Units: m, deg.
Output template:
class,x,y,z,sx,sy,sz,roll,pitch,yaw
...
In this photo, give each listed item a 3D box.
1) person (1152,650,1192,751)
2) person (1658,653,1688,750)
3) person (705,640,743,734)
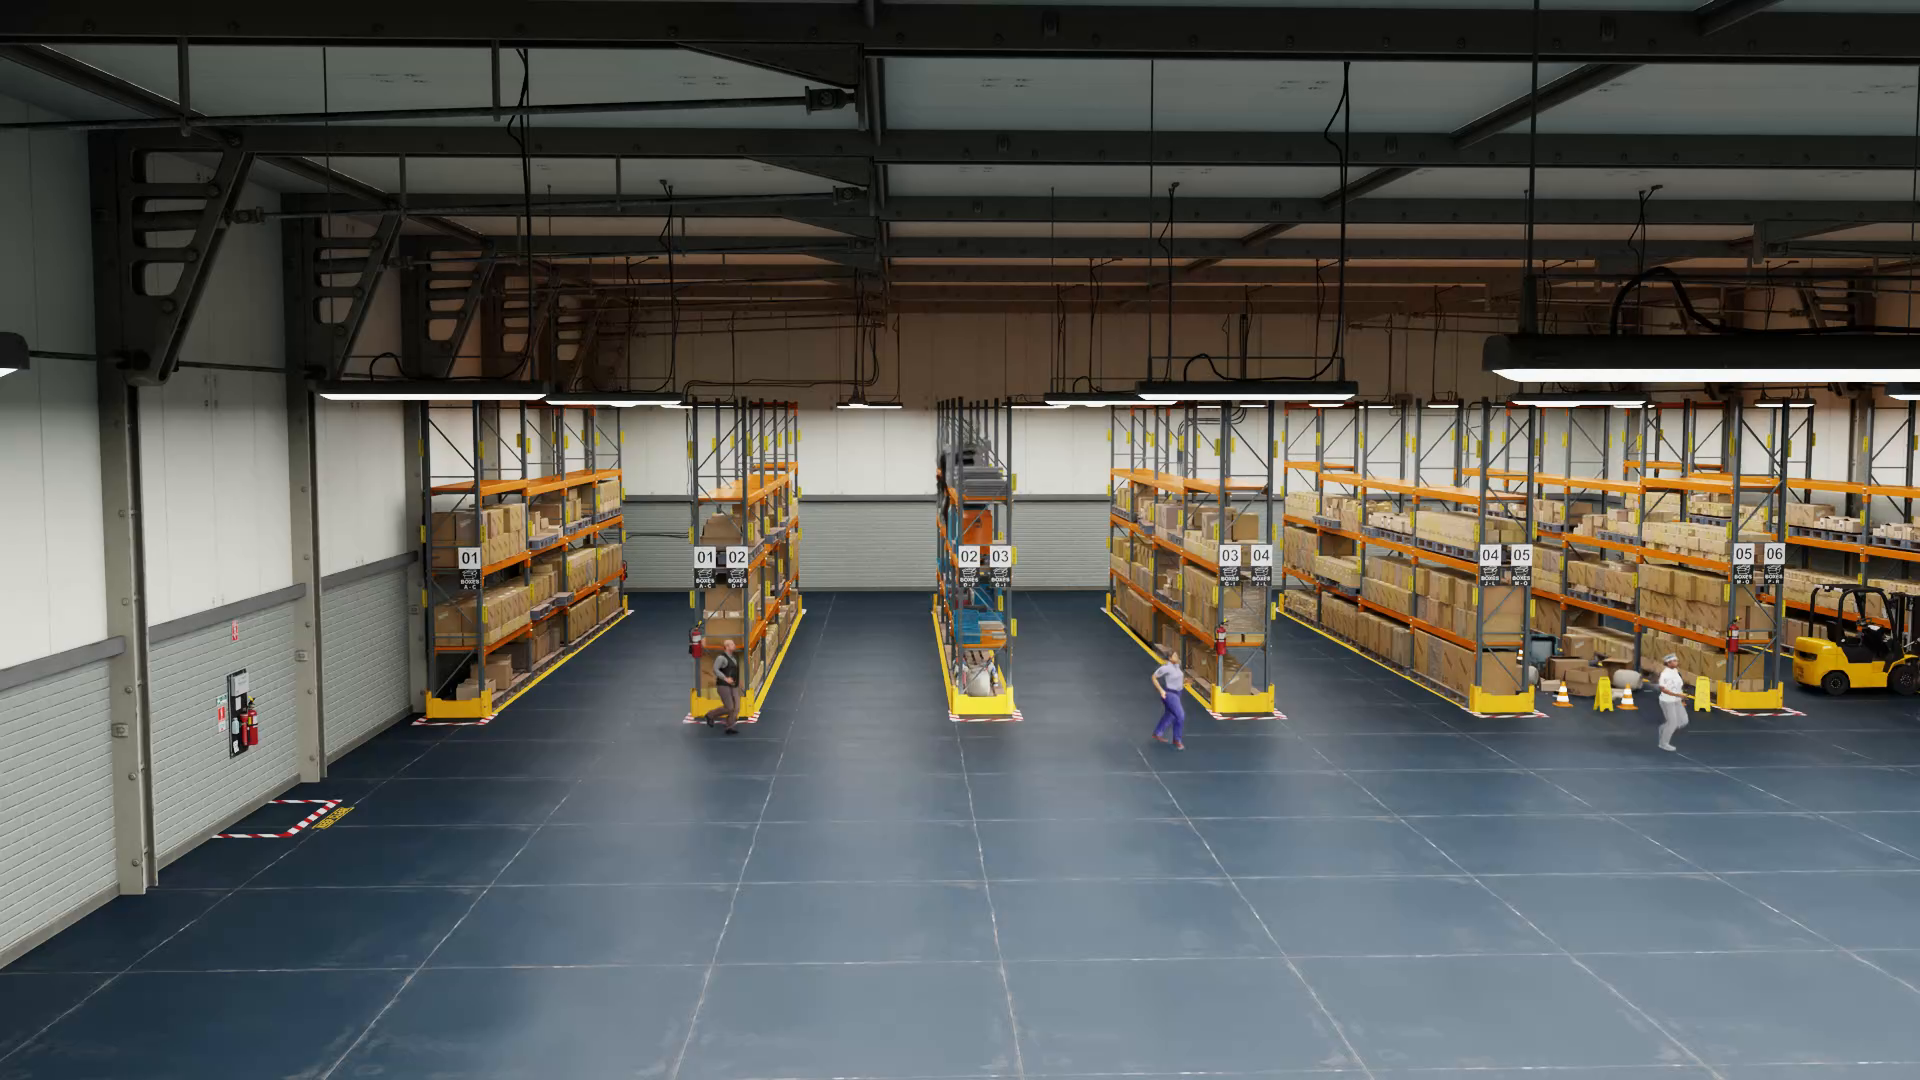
class,x,y,z,sx,sy,sz,roll,pitch,yaw
person,3.603,2.731,28.334,0.739,1.690,0.581,2,5,28
person,12.061,2.728,28.135,0.570,1.661,0.555,-4,6,-41
person,-4.173,2.610,29.659,0.653,1.676,0.695,2,5,26
